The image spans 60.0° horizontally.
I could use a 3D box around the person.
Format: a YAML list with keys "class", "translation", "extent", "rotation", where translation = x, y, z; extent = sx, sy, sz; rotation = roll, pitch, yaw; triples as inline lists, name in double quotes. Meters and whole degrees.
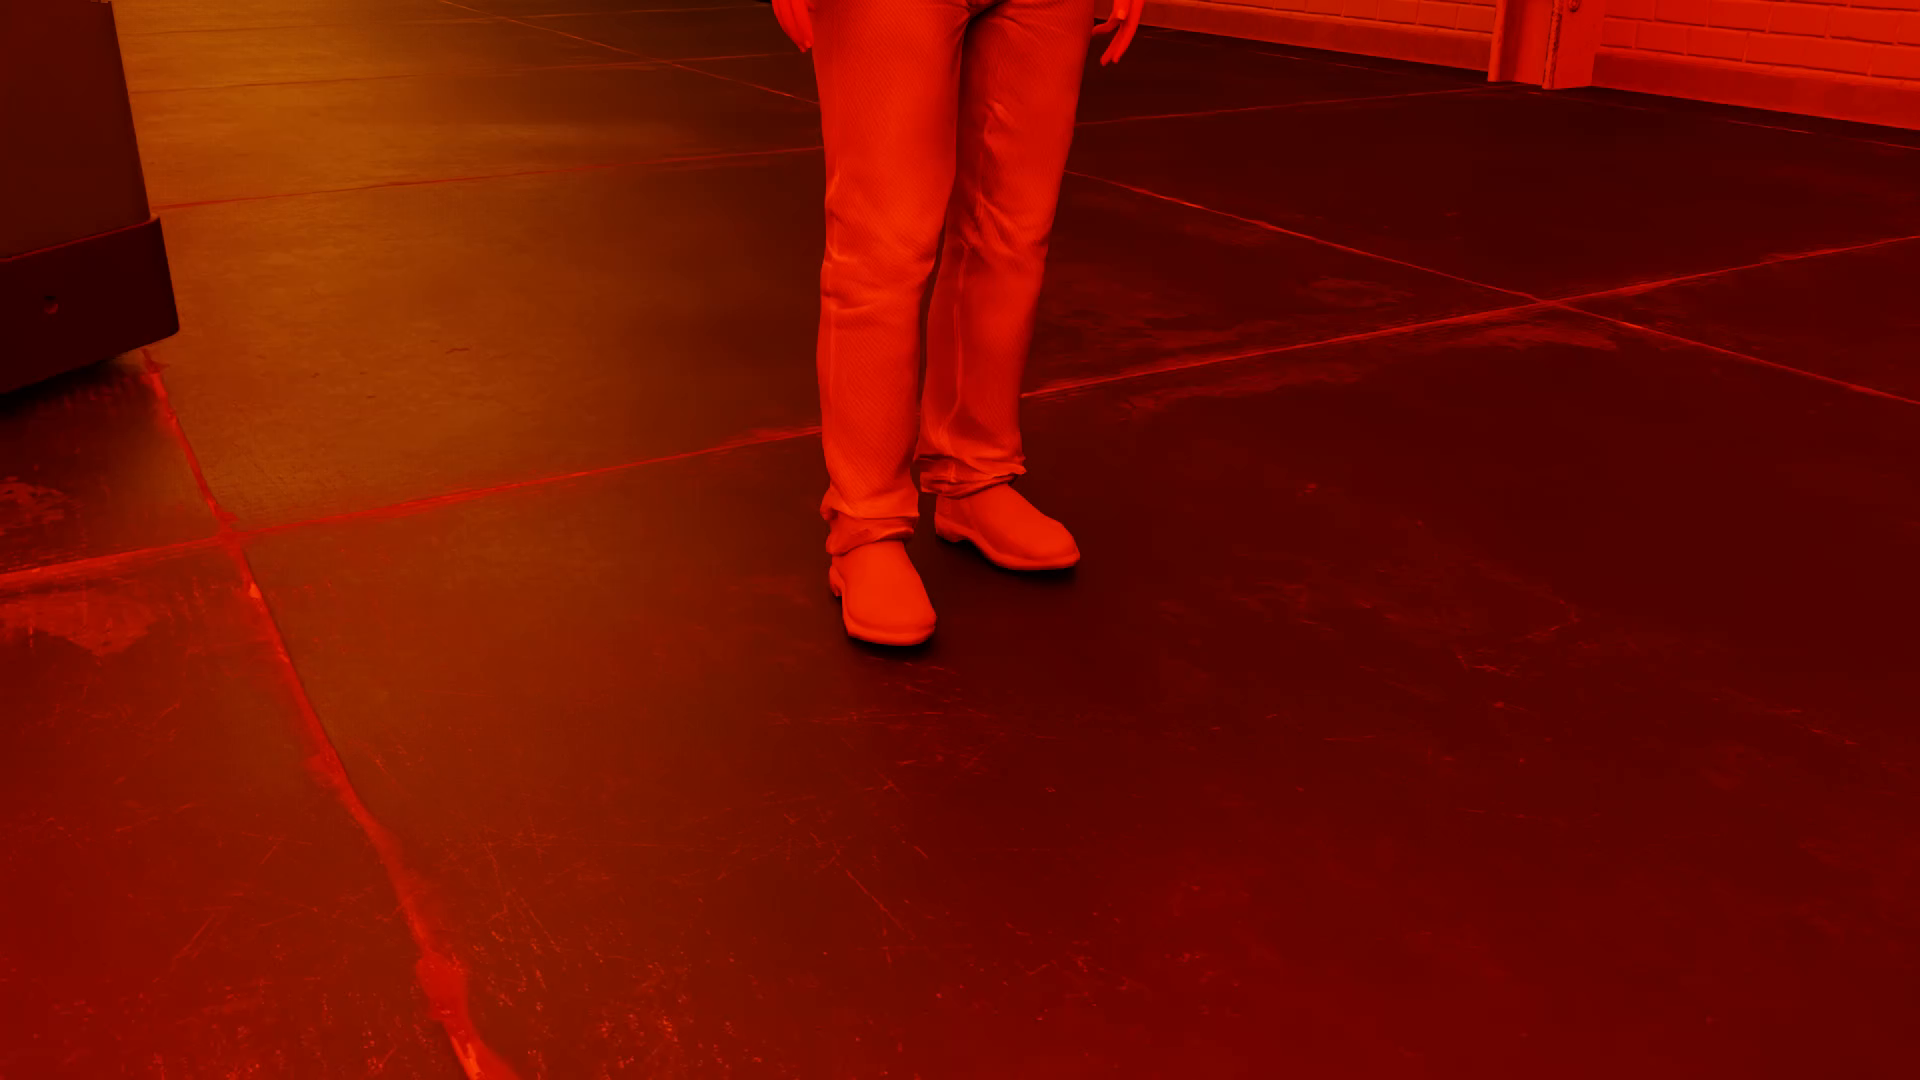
- class: "person"
  translation: [0.024, -0.806, 2.242]
  extent: [0.632, 1.773, 0.568]
  rotation: [-12, 25, -28]

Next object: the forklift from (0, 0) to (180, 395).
- class: "forklift"
  translation: [-3.226, -1.741, 3.016]
  extent: [3.031, 2.935, 1.130]
  rotation: [7, 23, 17]
